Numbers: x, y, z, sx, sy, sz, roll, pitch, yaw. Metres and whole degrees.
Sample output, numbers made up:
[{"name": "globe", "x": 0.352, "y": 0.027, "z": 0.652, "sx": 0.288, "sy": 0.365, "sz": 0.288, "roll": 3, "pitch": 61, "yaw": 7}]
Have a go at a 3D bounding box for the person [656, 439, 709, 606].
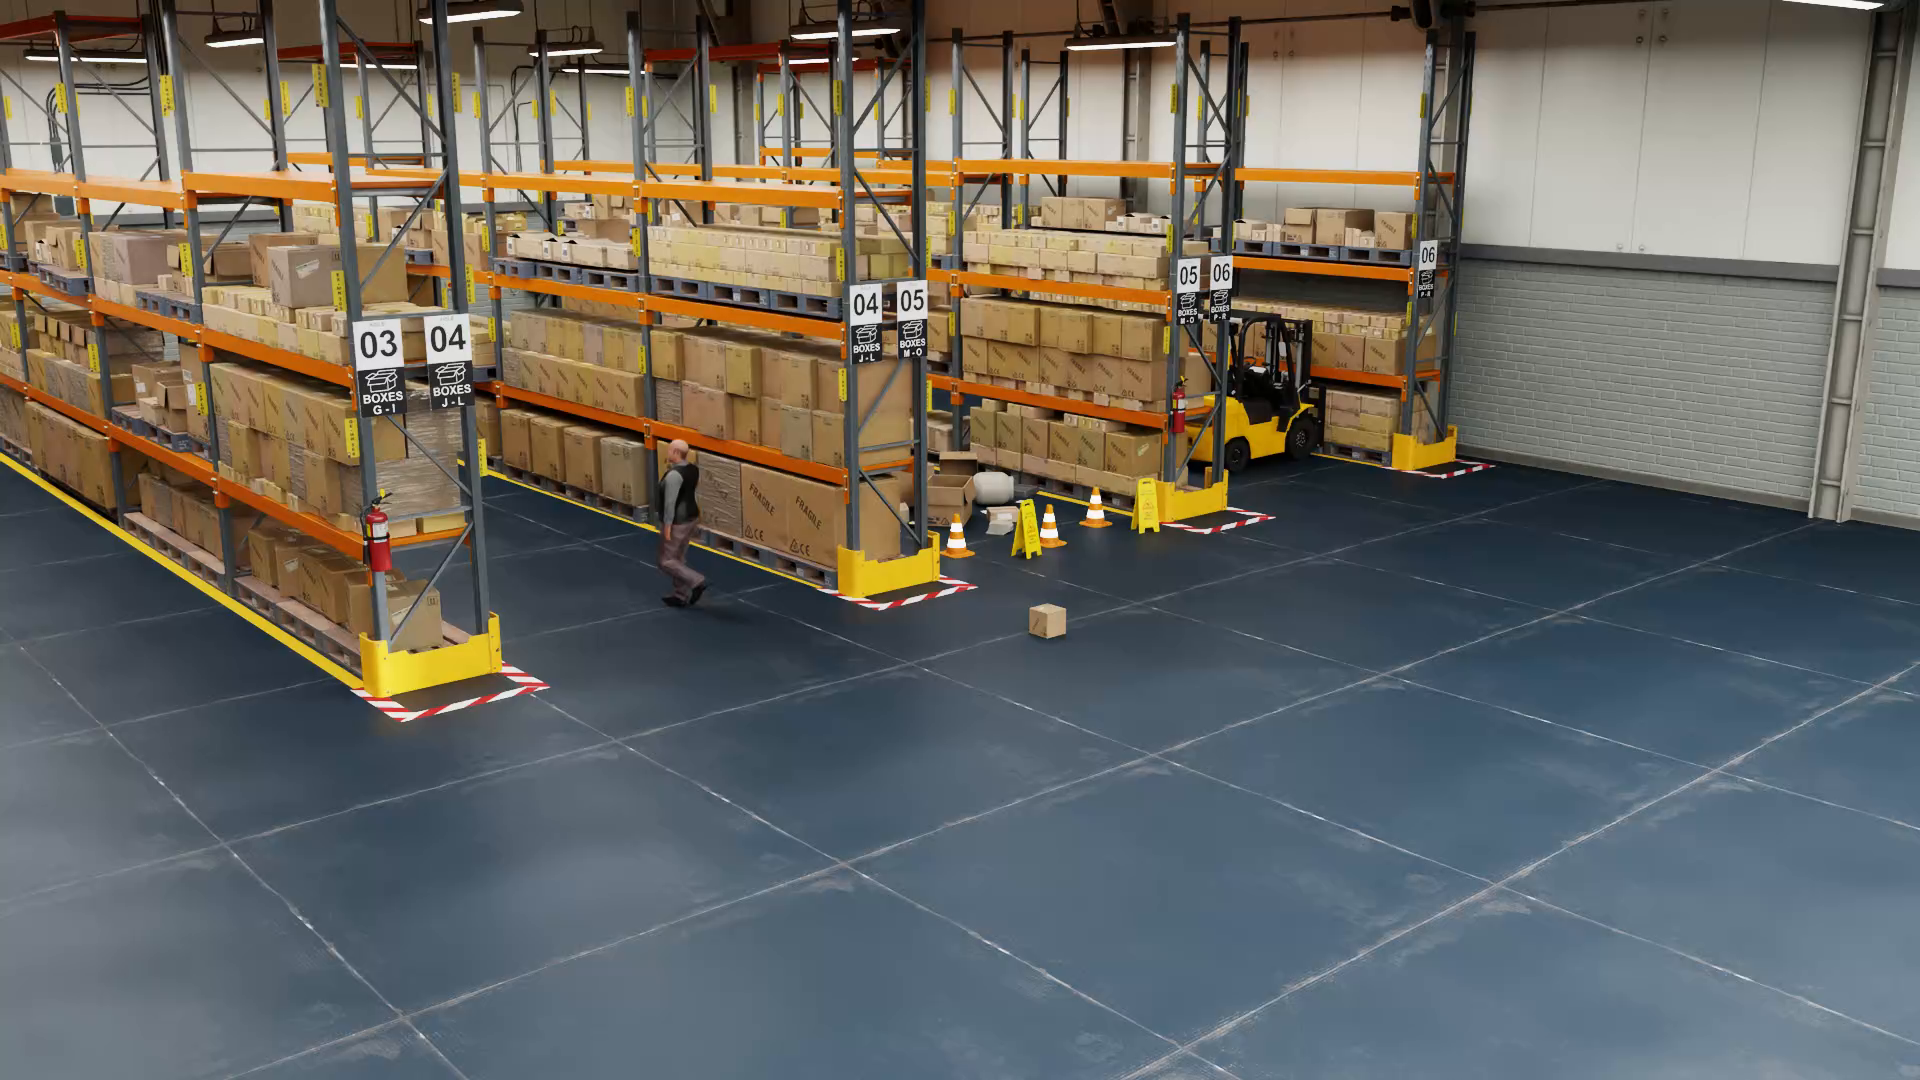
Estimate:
[{"name": "person", "x": -2.774, "y": -0.158, "z": 16.612, "sx": 0.633, "sy": 1.709, "sz": 0.542, "roll": 4, "pitch": 15, "yaw": 17}]
